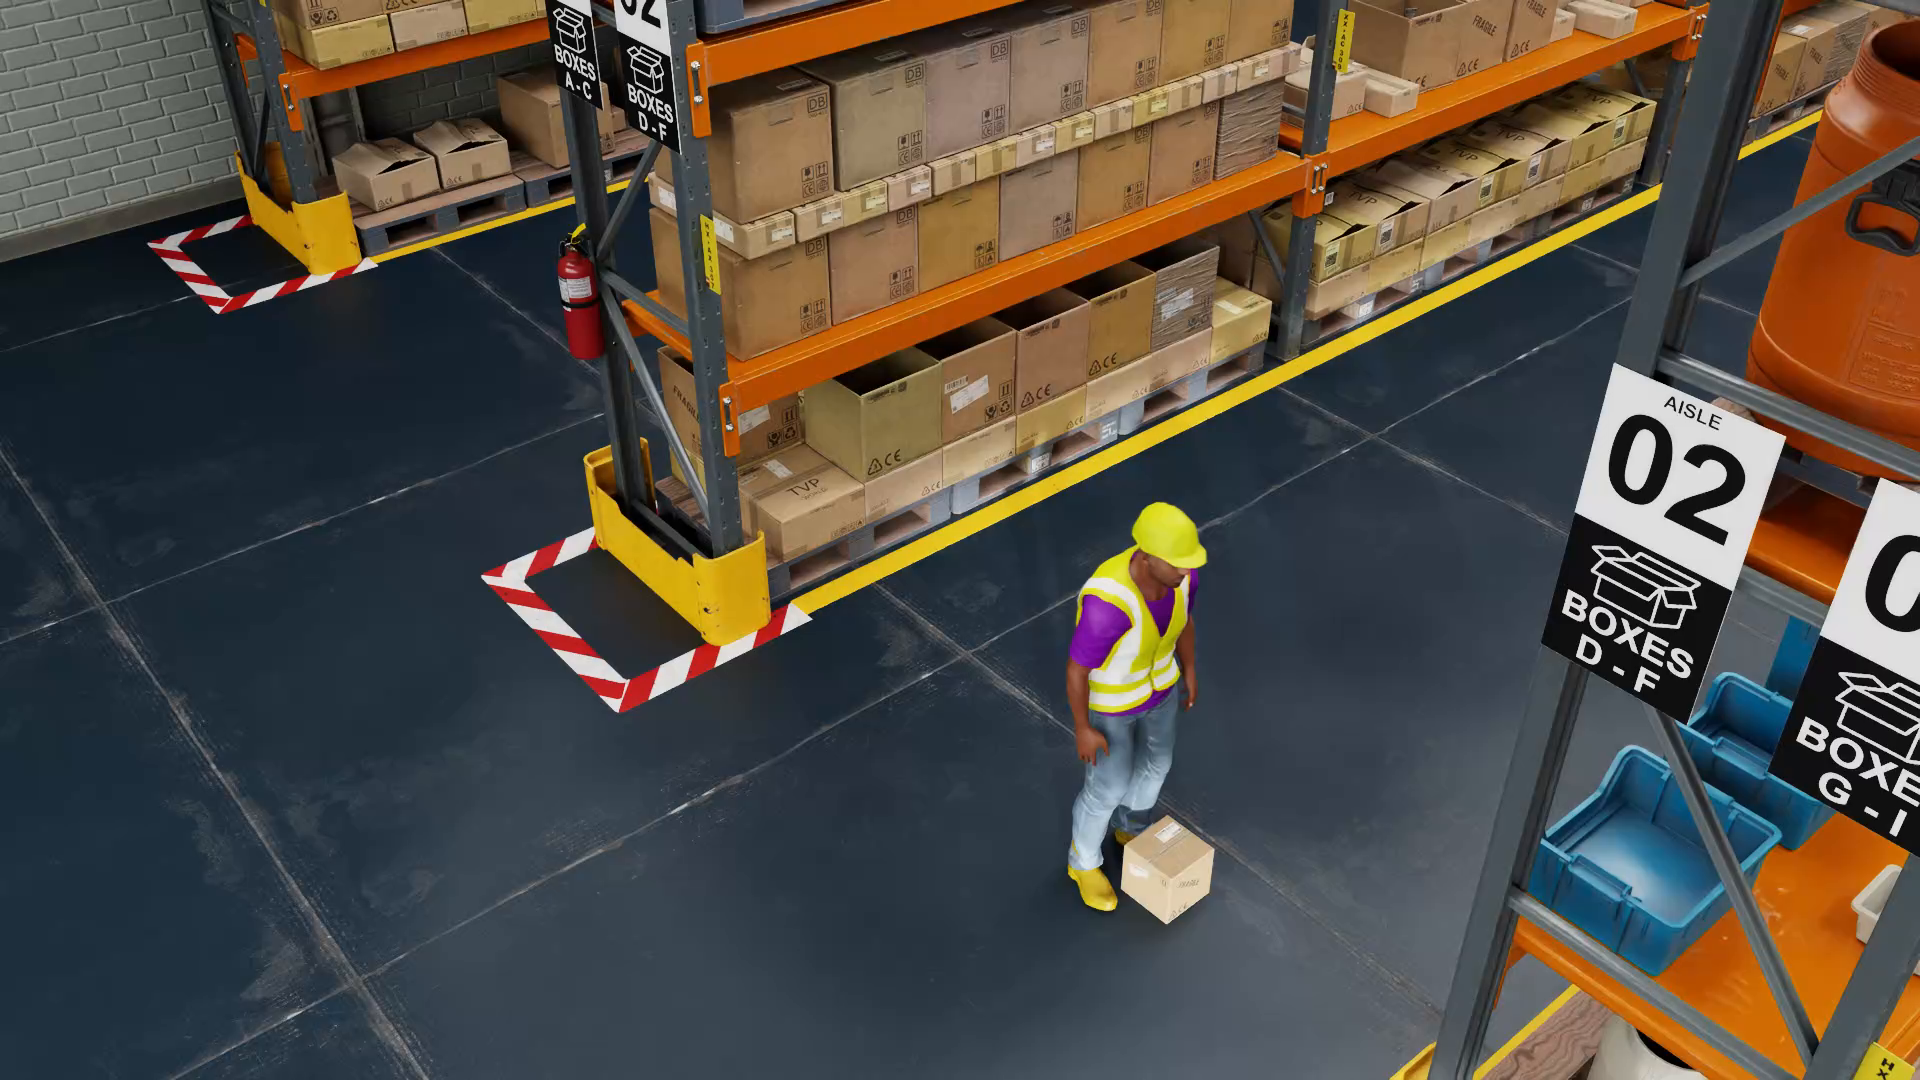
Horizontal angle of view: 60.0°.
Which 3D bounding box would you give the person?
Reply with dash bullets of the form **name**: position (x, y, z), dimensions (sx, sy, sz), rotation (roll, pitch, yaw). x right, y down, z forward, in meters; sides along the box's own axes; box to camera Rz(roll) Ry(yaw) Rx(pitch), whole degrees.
- **person**: position (0.657, 0.590, 6.242), dimensions (0.621, 1.761, 0.458), rotation (-26, 43, -32)
